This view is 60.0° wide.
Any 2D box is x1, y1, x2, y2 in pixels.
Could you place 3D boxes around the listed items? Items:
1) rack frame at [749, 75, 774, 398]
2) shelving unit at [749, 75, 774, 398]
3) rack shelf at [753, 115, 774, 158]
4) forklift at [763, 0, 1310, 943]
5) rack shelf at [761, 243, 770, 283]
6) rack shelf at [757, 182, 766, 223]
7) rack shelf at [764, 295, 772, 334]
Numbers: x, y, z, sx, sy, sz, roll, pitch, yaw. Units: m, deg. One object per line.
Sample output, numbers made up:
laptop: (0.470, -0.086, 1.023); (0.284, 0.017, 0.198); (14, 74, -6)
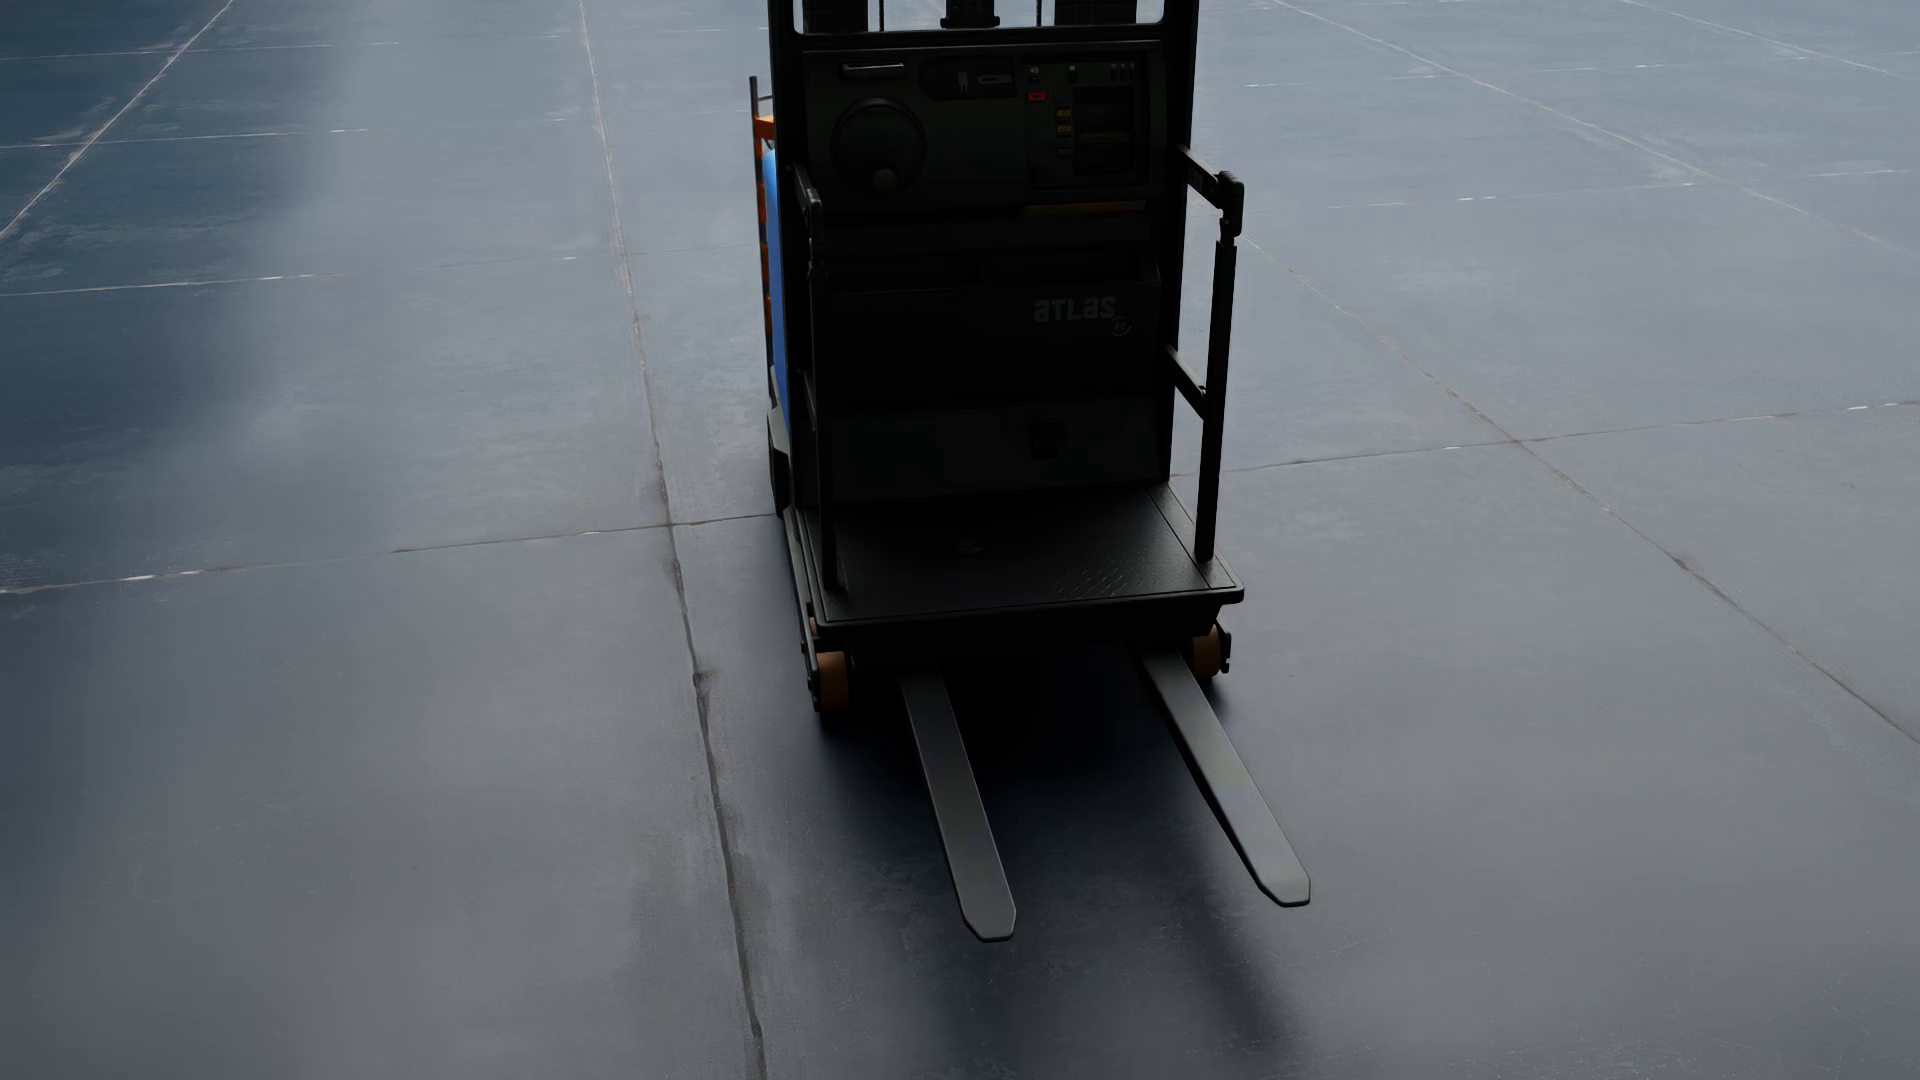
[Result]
rack frame: (-0.644, -1.116, 6.127); (0.015, 1.200, 0.240); (22, 35, 37)
shelving unit: (-0.462, -1.042, 5.981); (0.503, 1.200, 0.258); (22, 35, 37)
rack shelf: (-0.464, -1.392, 5.802); (0.480, 0.148, 0.258); (22, 35, 37)
forklift: (0.108, -1.031, 4.040); (1.130, 2.935, 3.031); (-5, 27, -9)
rack shelf: (-0.462, -0.982, 6.012); (0.480, 0.148, 0.258); (22, 35, 37)
rack shelf: (-0.463, -1.182, 5.910); (0.480, 0.148, 0.258); (22, 35, 37)
rack shelf: (-0.461, -0.806, 6.102); (0.480, 0.148, 0.258); (22, 35, 37)
